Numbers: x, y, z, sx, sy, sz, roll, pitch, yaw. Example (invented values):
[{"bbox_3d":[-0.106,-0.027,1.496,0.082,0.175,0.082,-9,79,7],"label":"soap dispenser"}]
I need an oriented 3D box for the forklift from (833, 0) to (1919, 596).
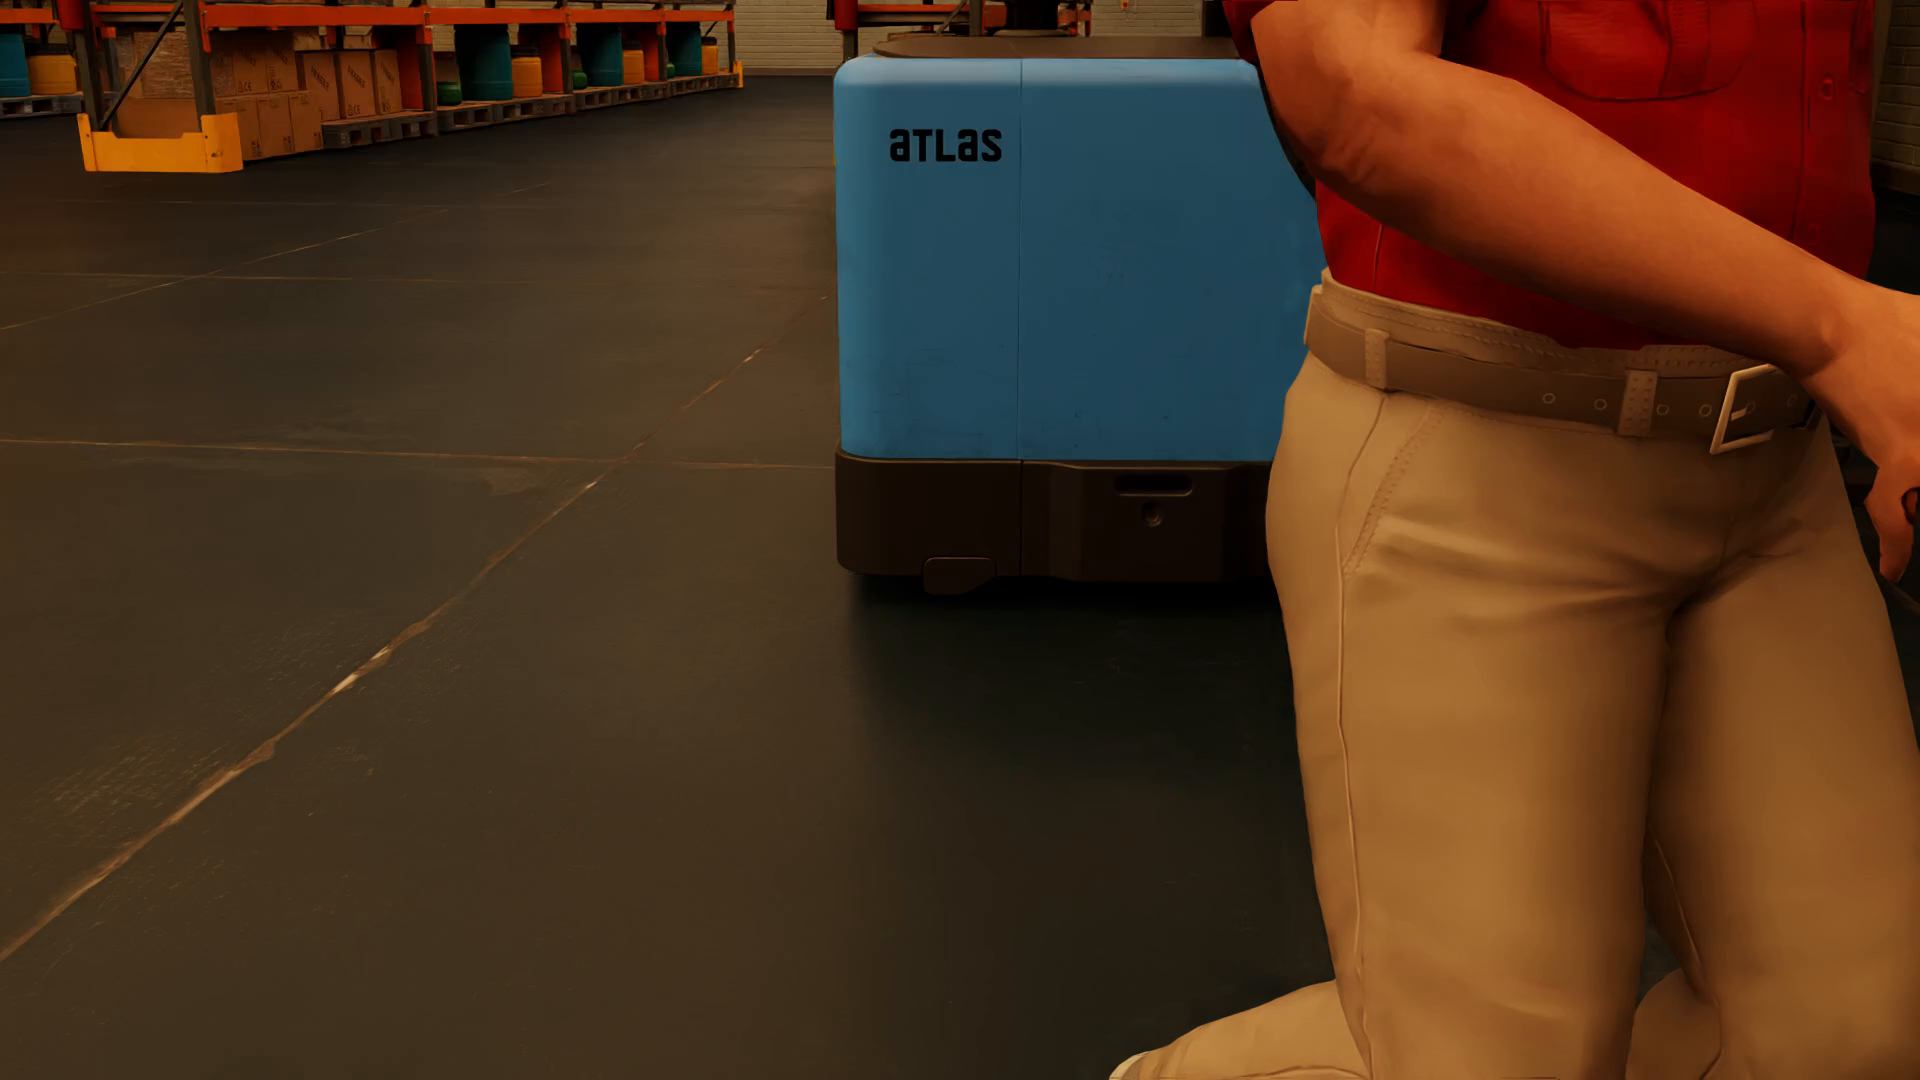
[{"bbox_3d":[1.268,-1.406,3.411,3.031,2.935,1.130,0,17,1],"label":"forklift"}]
